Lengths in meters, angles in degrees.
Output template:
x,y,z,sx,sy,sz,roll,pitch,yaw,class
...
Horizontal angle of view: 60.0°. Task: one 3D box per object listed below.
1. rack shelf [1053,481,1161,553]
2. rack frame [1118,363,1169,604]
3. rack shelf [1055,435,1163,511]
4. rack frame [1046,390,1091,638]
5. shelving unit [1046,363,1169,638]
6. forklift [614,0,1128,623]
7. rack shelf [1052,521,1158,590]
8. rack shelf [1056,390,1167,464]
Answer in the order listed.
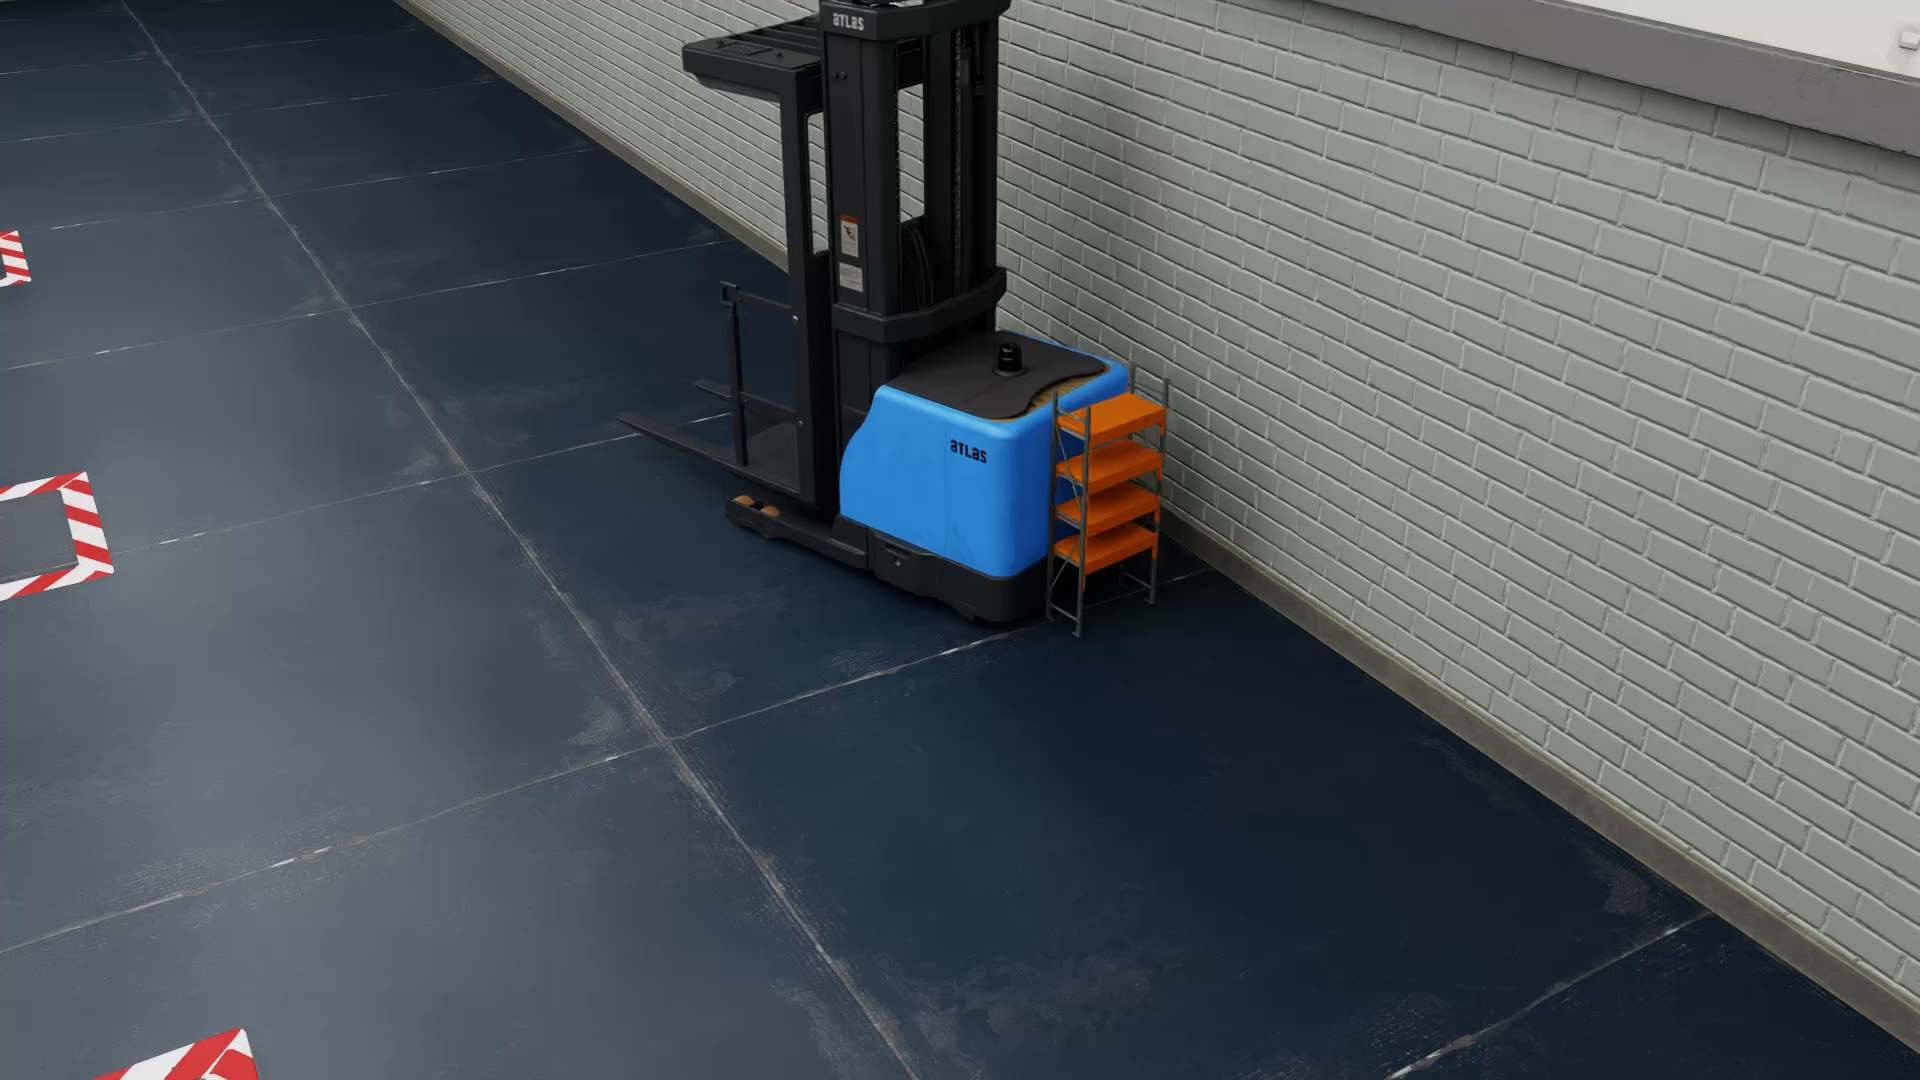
x,y,z,sx,sy,sz,roll,pitch,yaw,class
0.687,-0.122,7.868,0.480,0.148,0.258,-22,36,-34,rack shelf
0.876,-0.255,7.970,0.015,1.200,0.240,-22,36,-34,rack frame
0.687,-0.318,7.759,0.480,0.148,0.258,-22,36,-34,rack shelf
0.498,-0.106,7.700,0.015,1.200,0.240,-22,36,-34,rack frame
0.687,-0.181,7.835,0.503,1.200,0.258,-22,36,-34,shelving unit
-0.623,-1.468,8.377,3.031,2.935,1.130,22,36,34,forklift
0.686,0.052,7.964,0.480,0.148,0.258,-22,36,-34,rack shelf
0.687,-0.524,7.645,0.480,0.148,0.258,-22,36,-34,rack shelf
